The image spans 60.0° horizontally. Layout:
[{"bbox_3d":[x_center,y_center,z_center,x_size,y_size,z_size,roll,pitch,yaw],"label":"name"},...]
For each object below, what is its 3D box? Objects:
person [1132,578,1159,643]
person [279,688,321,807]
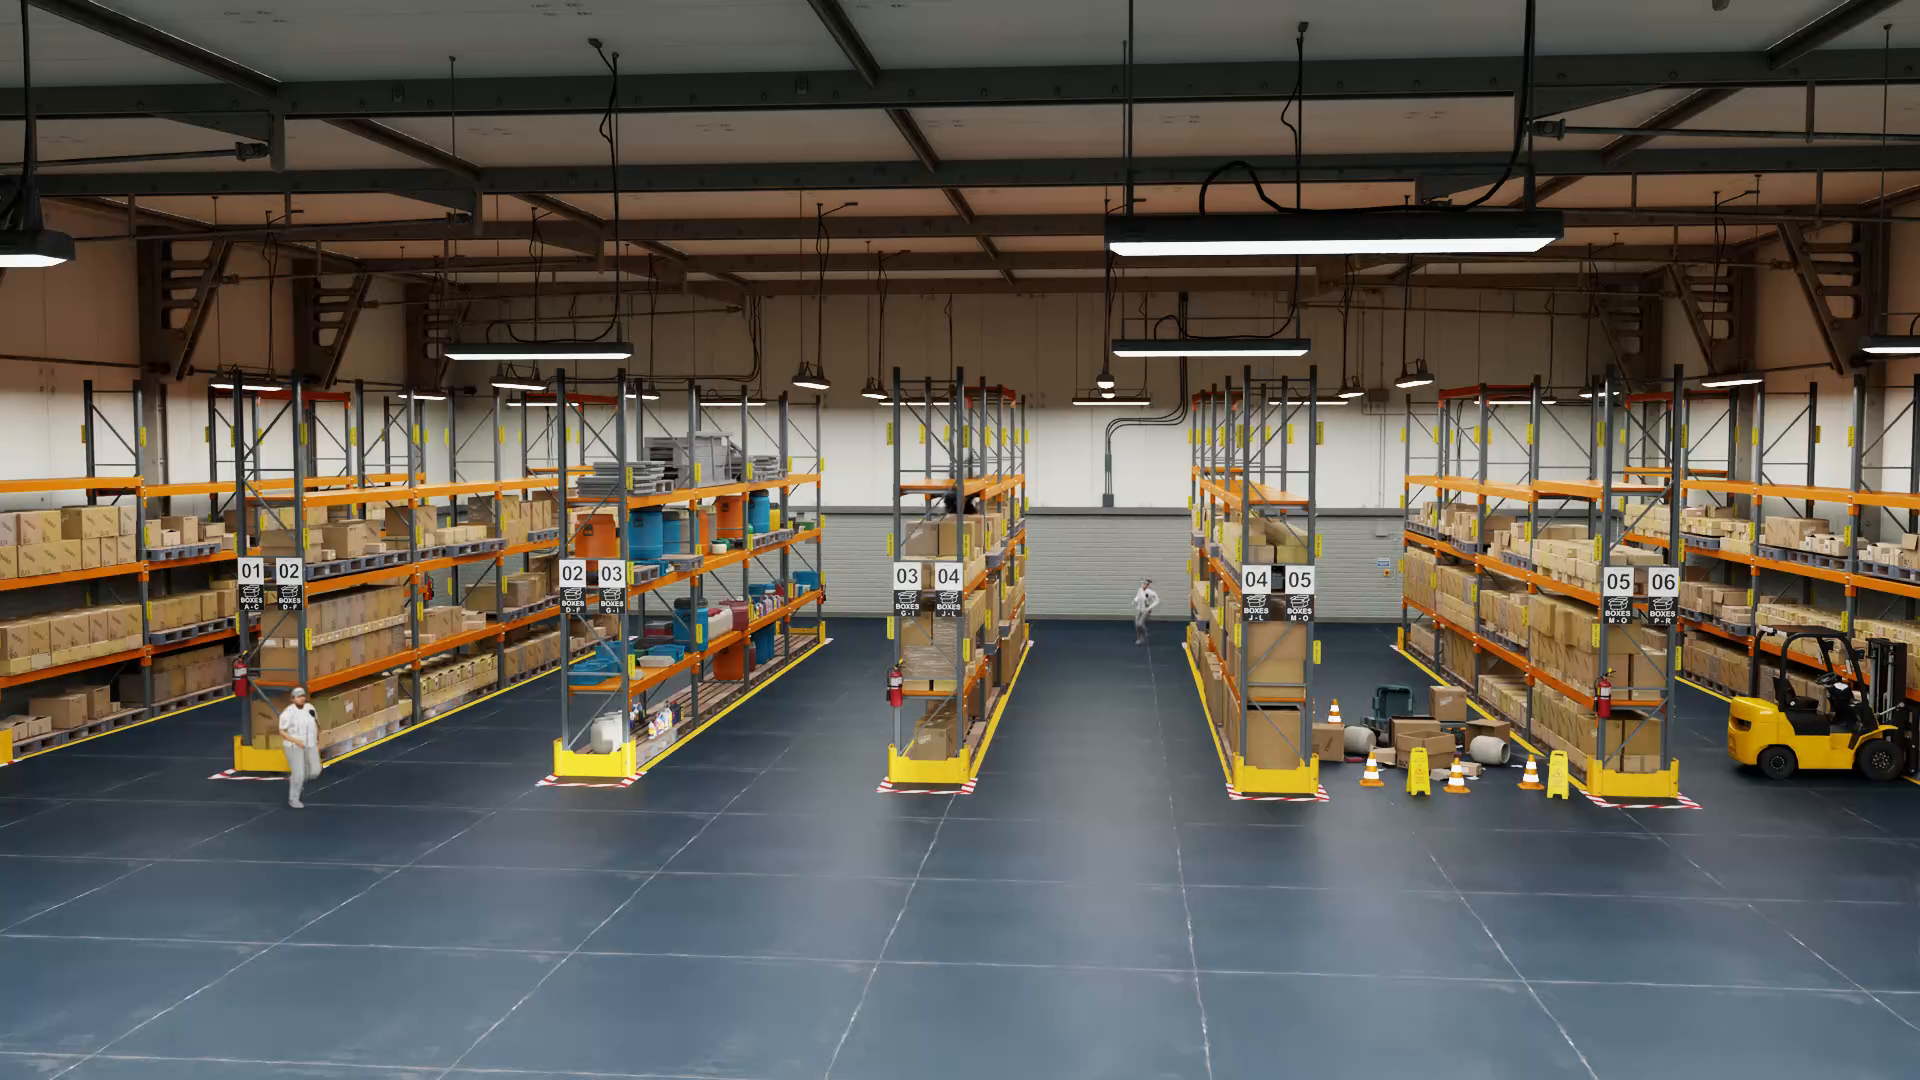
[{"bbox_3d":[4.407,1.717,40.007,0.561,1.602,0.617,-3,5,-41],"label":"person"},{"bbox_3d":[-8.911,2.810,22.527,0.586,1.621,0.630,3,5,40],"label":"person"}]
